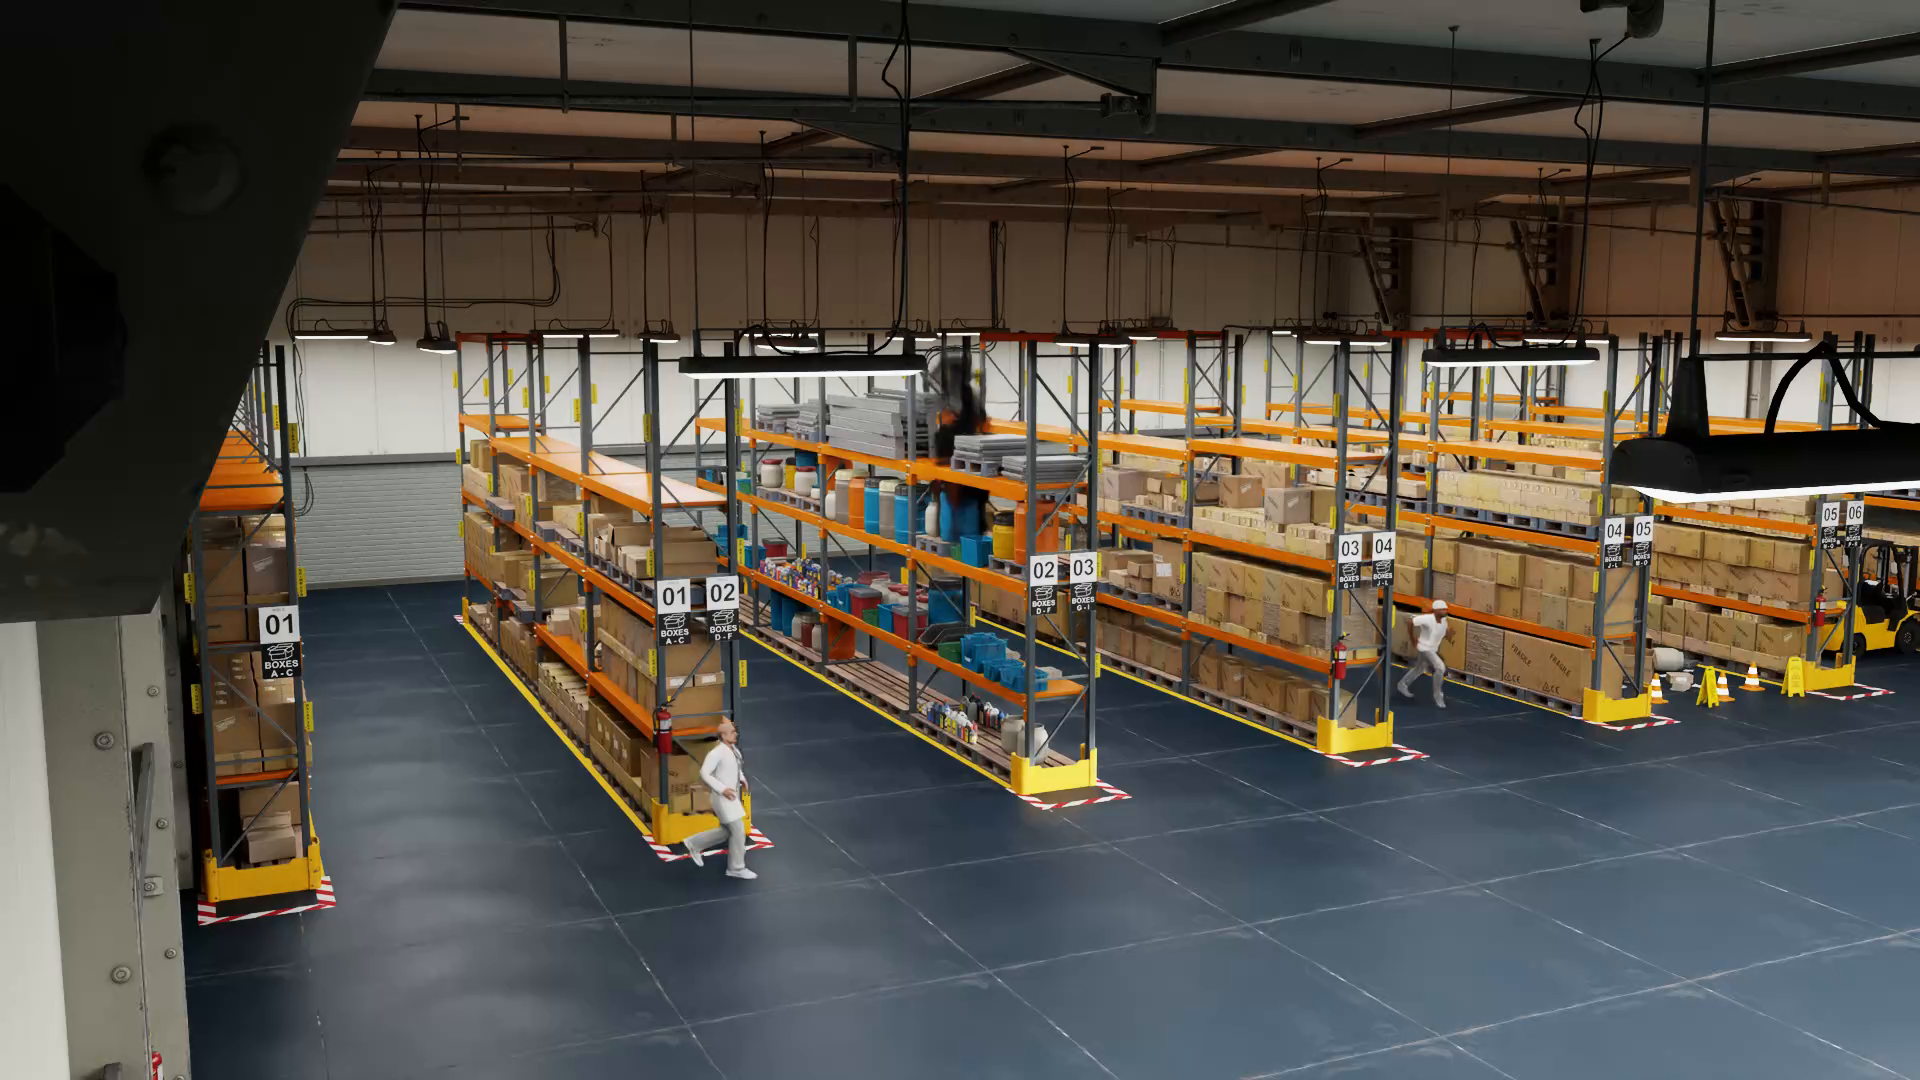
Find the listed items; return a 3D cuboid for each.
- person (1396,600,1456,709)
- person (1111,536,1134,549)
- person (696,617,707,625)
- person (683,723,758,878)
[{"bbox_3d":[7.595,1.829,27.173,0.964,1.774,0.684,7,10,40],"label":"person"},{"bbox_3d":[4.258,-0.375,43.281,0.712,1.571,0.557,-6,10,-39],"label":"person"},{"bbox_3d":[-4.774,1.465,29.864,0.683,1.729,0.849,-6,10,-37],"label":"person"},{"bbox_3d":[-2.722,2.953,18.918,0.893,1.779,0.747,1,8,10],"label":"person"}]
